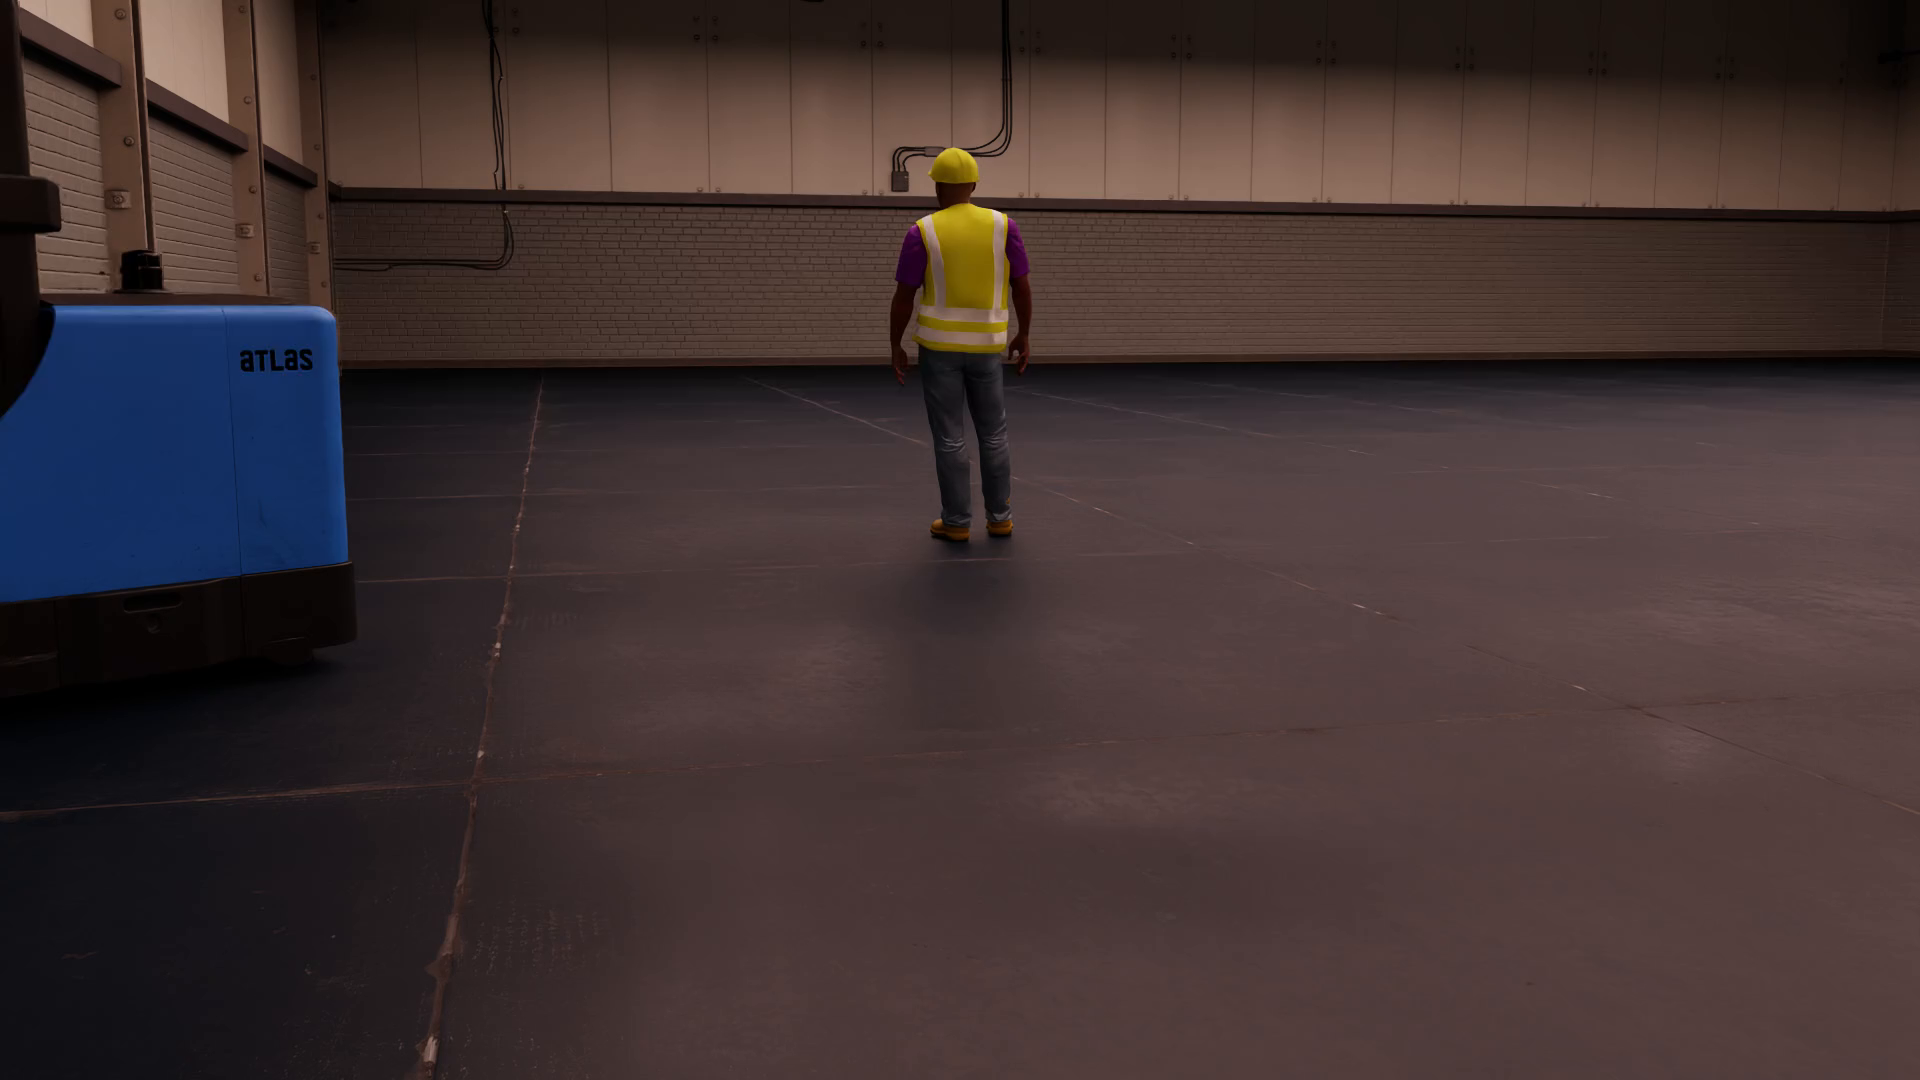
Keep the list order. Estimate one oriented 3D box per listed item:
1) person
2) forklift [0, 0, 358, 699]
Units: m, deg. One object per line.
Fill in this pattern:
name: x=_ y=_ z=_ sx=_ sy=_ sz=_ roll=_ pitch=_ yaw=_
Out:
person: x=-0.012 y=-0.891 z=7.652 sx=0.666 sy=1.768 sz=0.575 roll=-2 pitch=8 yaw=-13
forklift: x=-3.208 y=-0.976 z=4.108 sx=1.130 sy=2.935 sz=3.031 roll=8 pitch=11 yaw=43
